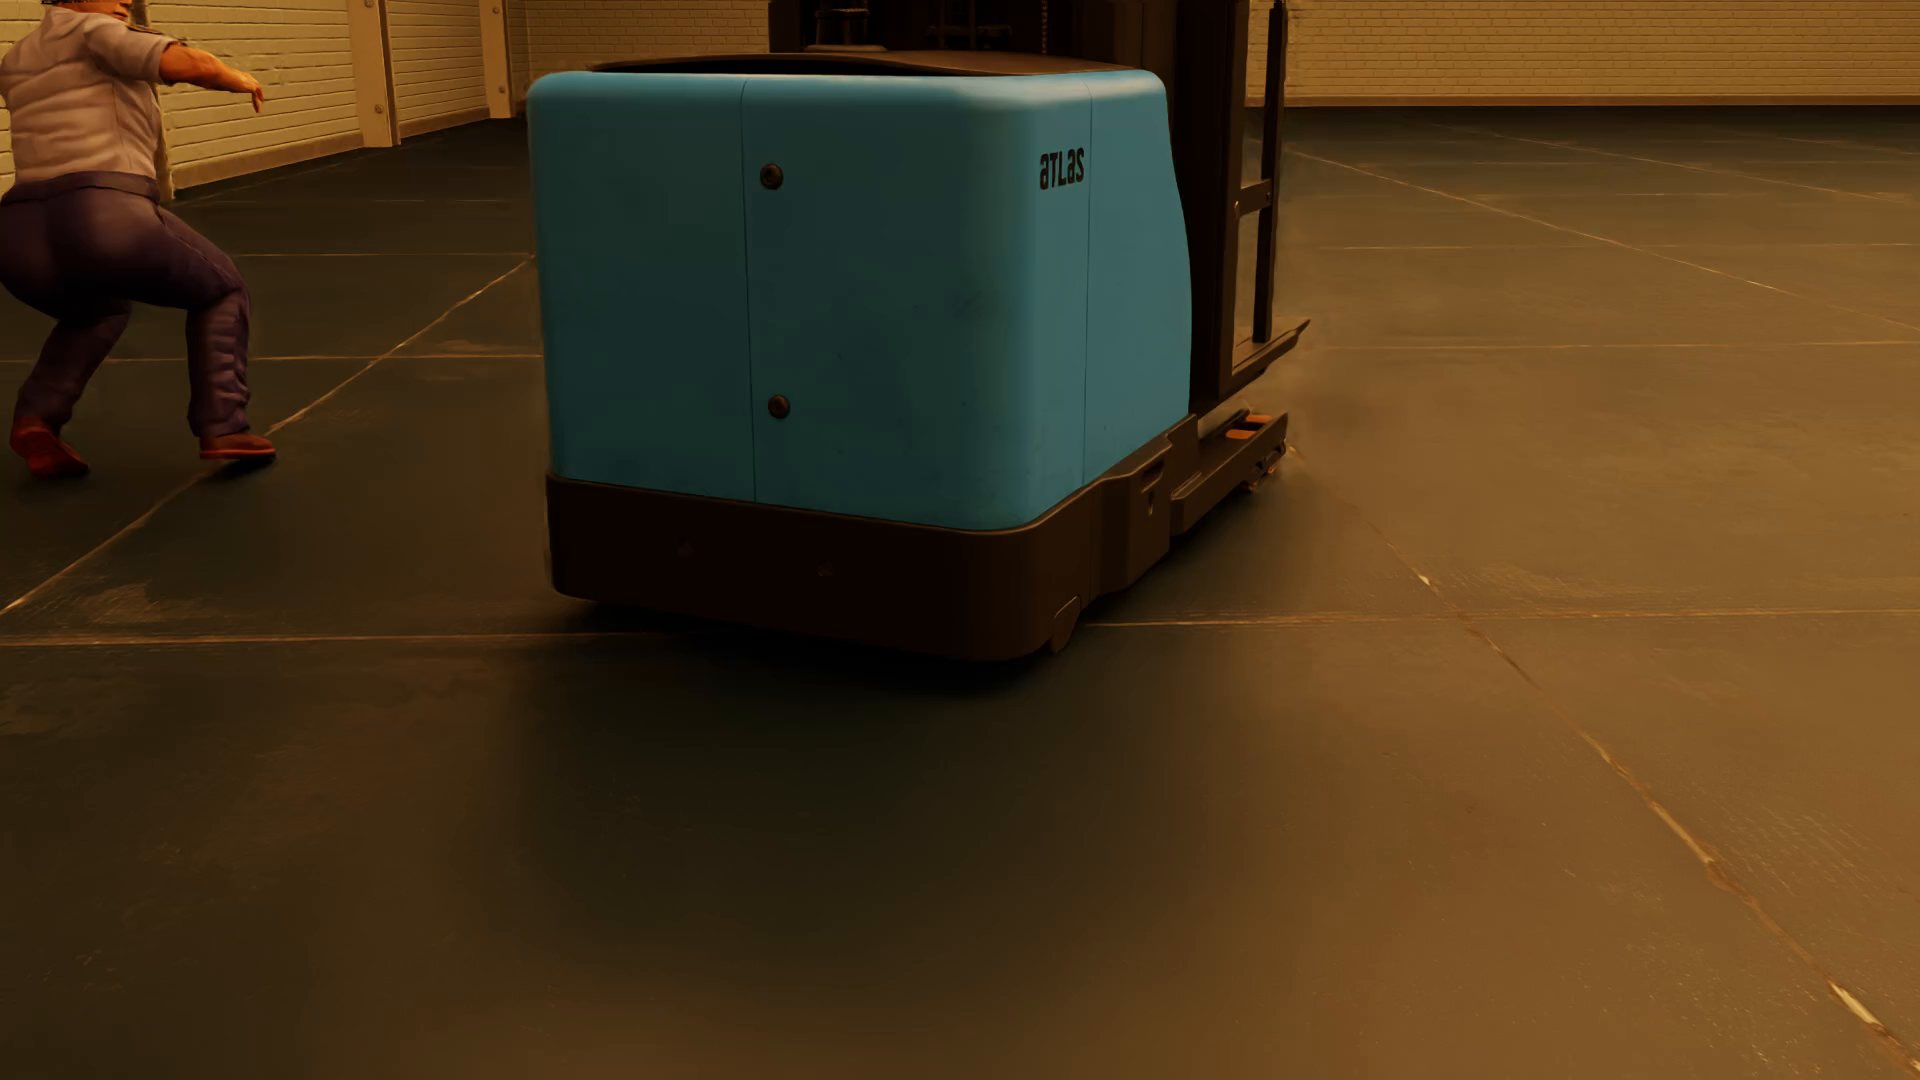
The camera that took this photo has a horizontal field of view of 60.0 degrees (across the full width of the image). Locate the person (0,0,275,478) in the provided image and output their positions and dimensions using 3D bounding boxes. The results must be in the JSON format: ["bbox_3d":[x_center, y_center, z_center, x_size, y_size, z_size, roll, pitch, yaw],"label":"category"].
[{"bbox_3d":[-2.145,-0.852,4.398,0.739,1.401,0.881,3,17,10],"label":"person"}]

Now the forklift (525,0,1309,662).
[{"bbox_3d":[0.240,-1.572,4.045,1.130,2.935,3.031,8,19,23],"label":"forklift"}]
